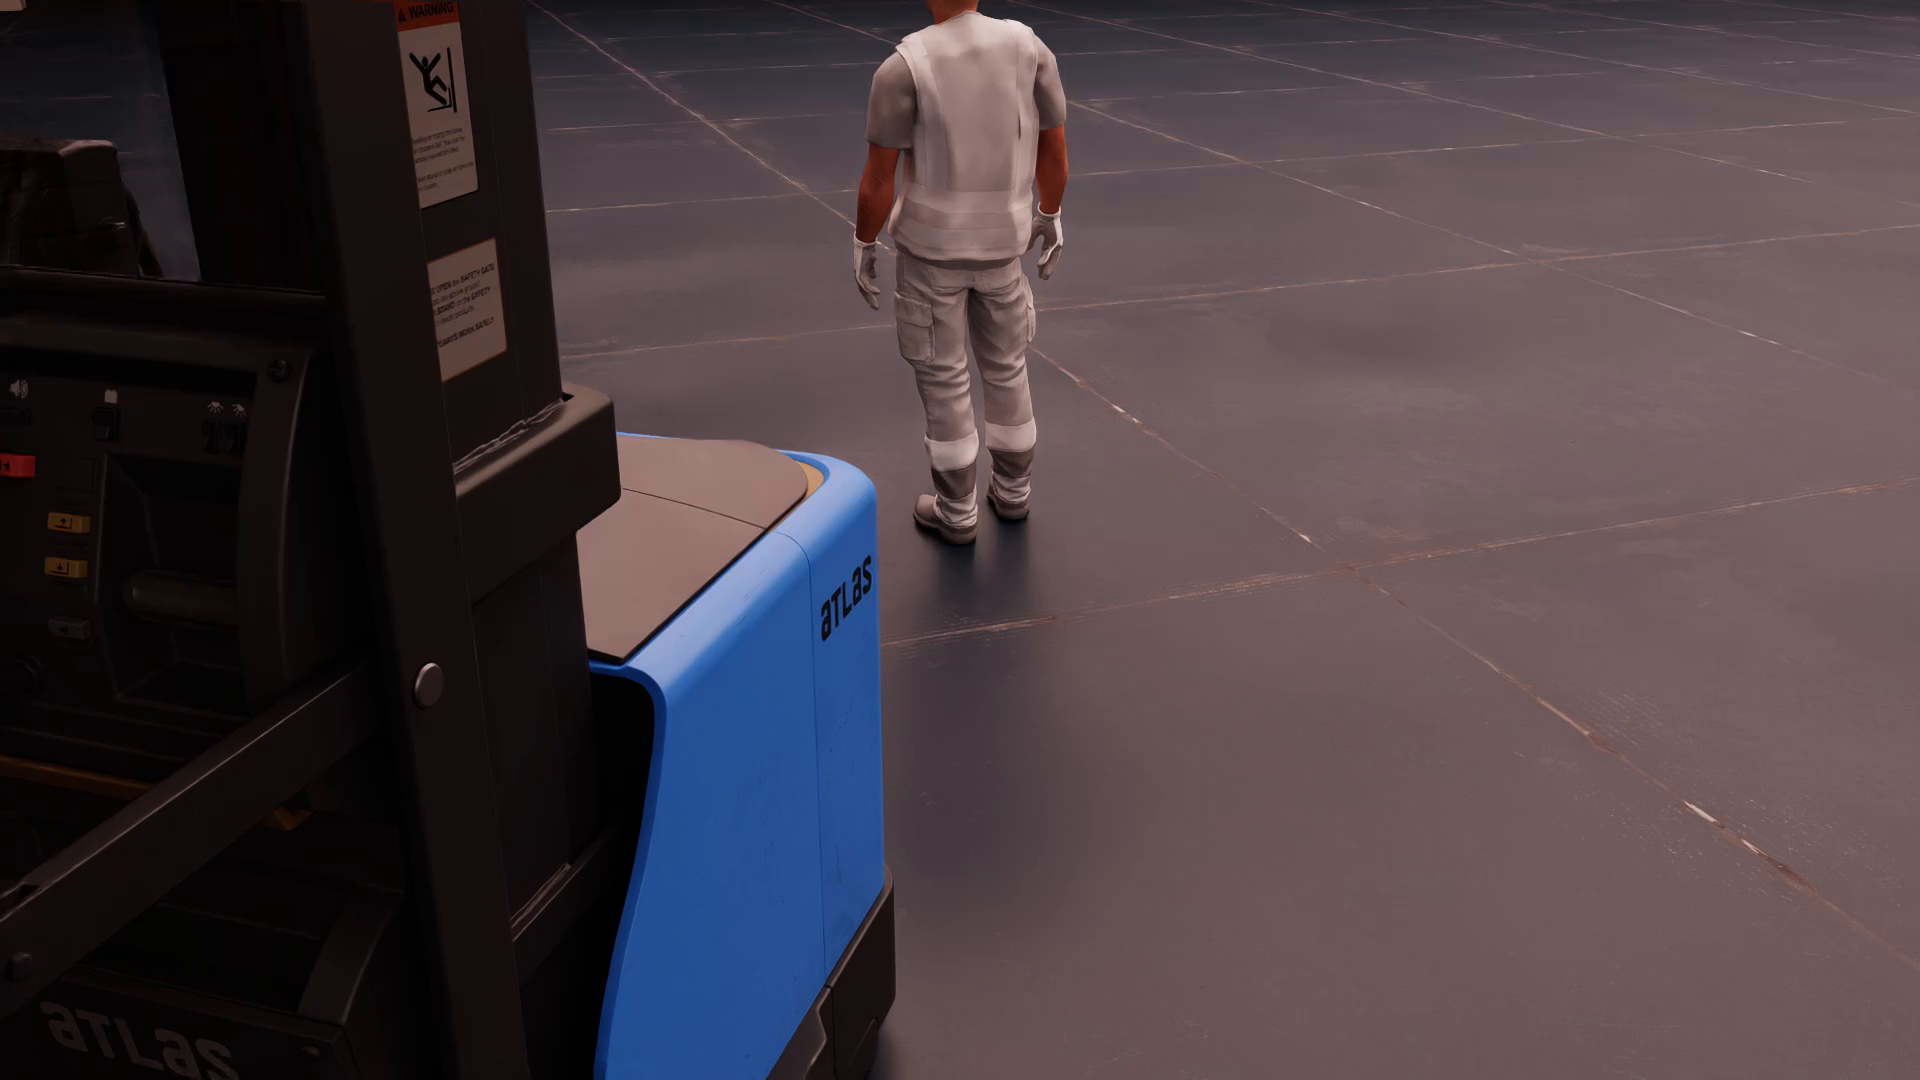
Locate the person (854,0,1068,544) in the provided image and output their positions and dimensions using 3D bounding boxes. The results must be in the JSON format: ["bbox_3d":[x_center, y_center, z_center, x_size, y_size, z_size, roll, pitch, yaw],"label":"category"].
[{"bbox_3d":[-0.018,-0.862,4.803,0.638,1.789,0.562,-8,24,-18],"label":"person"}]

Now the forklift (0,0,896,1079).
[{"bbox_3d":[-1.042,-0.003,1.306,1.130,2.935,3.031,7,24,16],"label":"forklift"}]
